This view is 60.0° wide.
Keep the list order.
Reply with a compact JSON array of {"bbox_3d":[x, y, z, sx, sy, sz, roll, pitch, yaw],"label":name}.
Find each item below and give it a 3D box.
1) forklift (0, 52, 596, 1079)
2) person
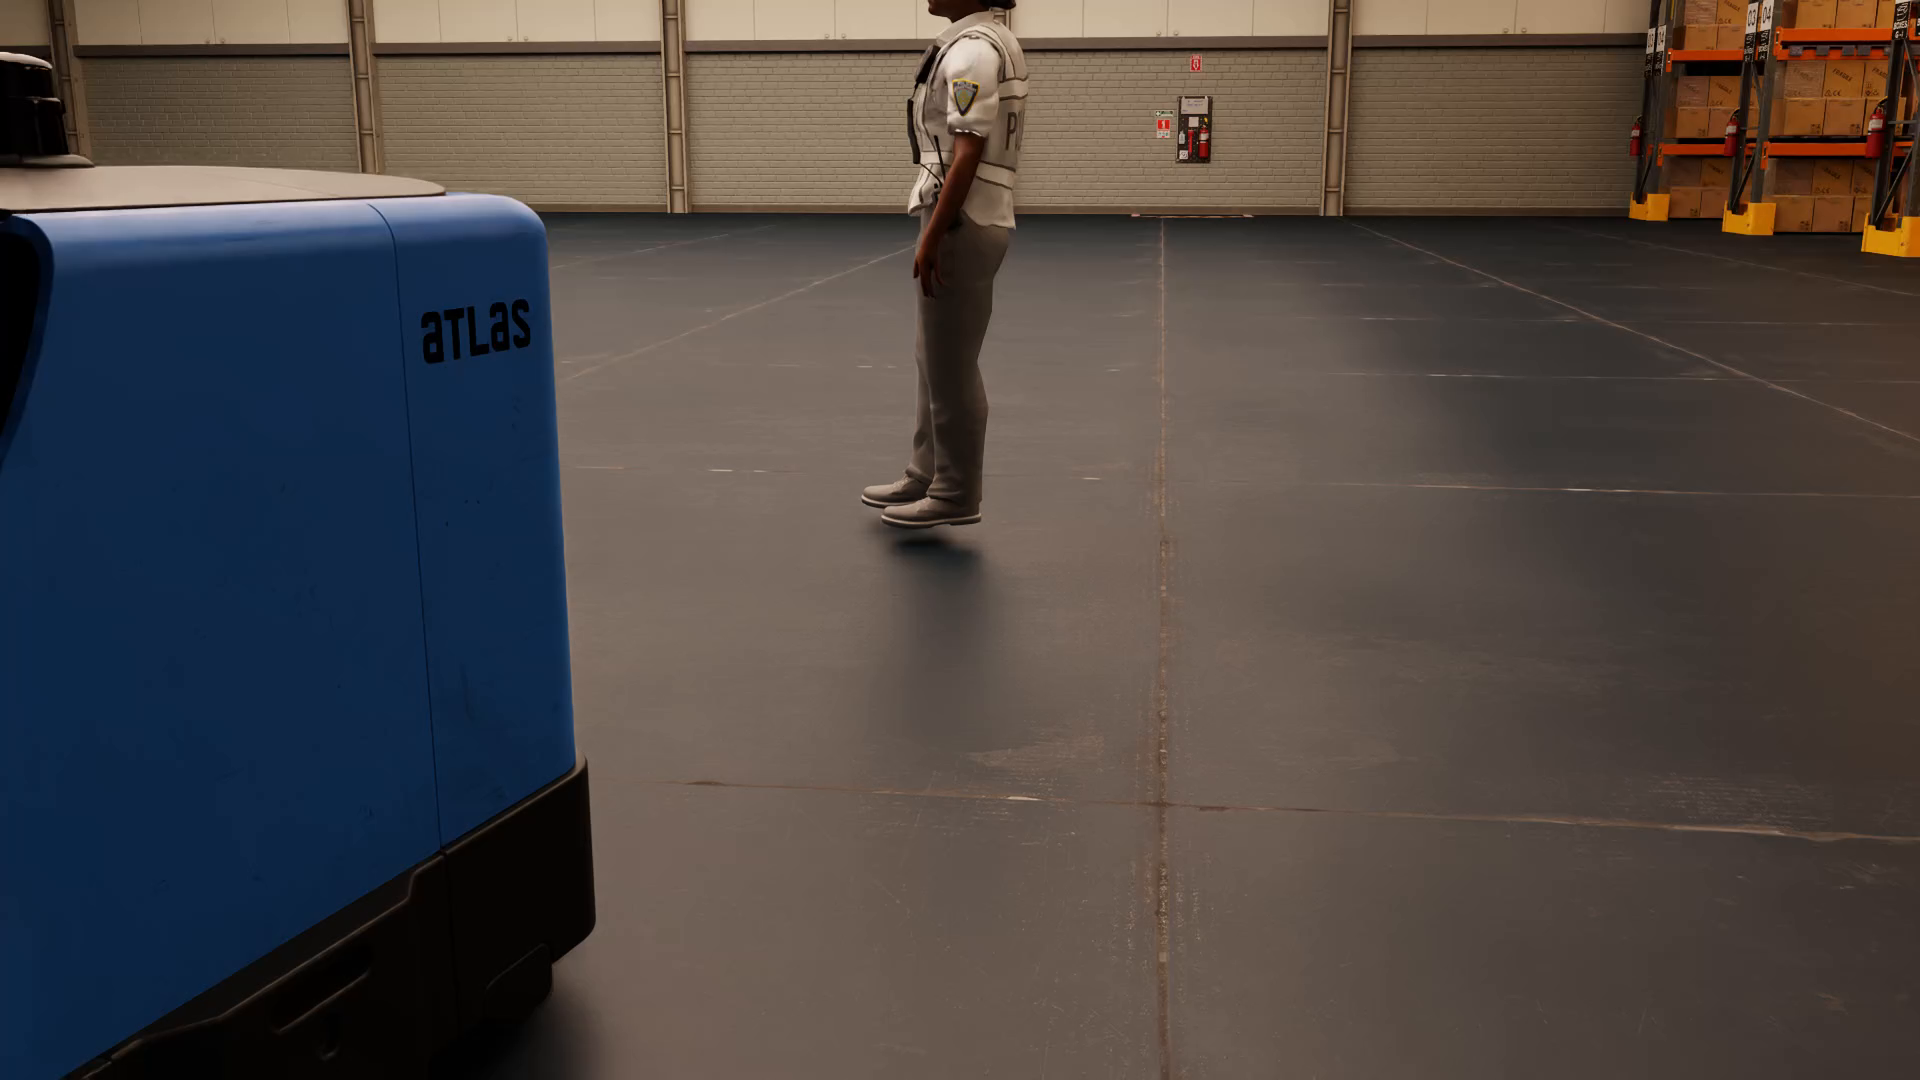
[{"bbox_3d":[-1.503,-0.549,0.860,1.130,2.935,3.031,5,14,20],"label":"forklift"},{"bbox_3d":[-0.072,-0.878,4.770,0.528,1.697,0.570,2,13,7],"label":"person"}]
